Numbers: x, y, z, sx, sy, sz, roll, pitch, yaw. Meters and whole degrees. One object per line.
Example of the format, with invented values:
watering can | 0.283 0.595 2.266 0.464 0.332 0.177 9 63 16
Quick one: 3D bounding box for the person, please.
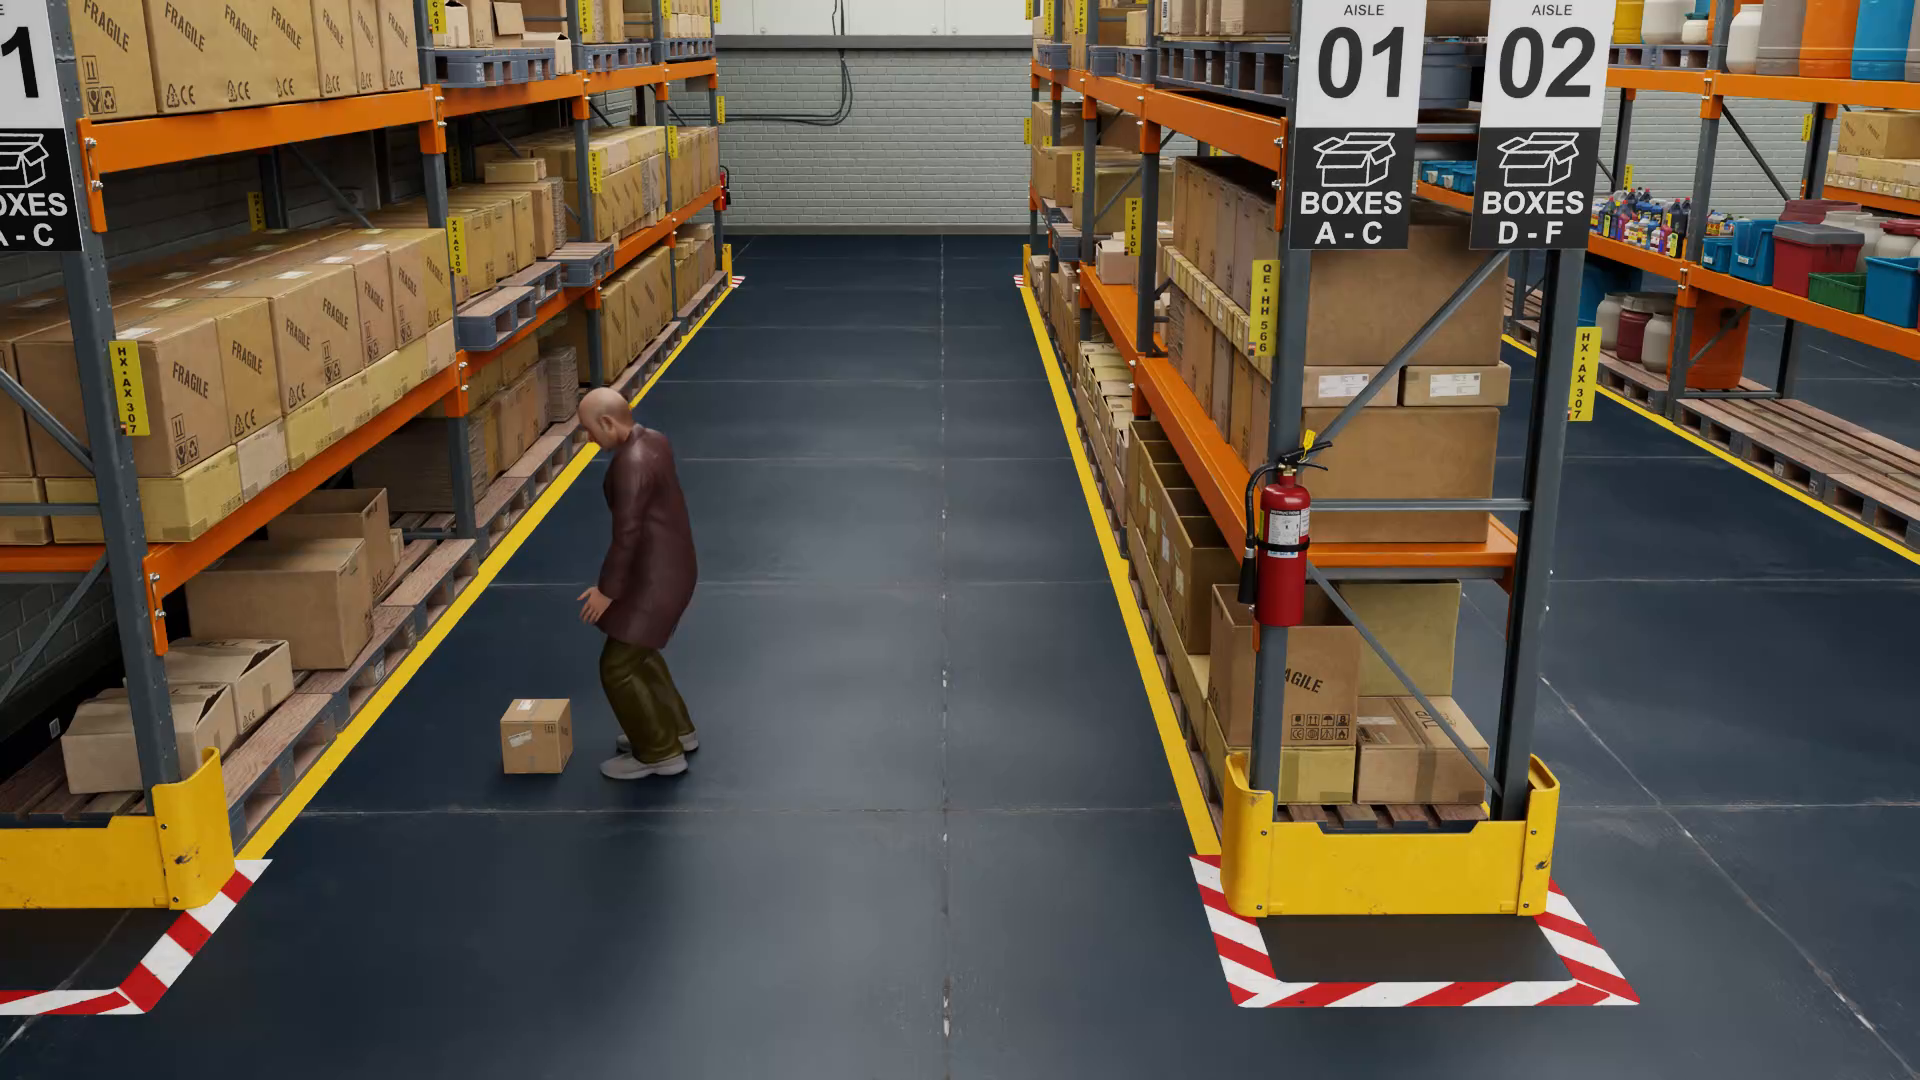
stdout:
person | -1.366 0.182 7.119 0.459 1.702 0.599 0 17 1
